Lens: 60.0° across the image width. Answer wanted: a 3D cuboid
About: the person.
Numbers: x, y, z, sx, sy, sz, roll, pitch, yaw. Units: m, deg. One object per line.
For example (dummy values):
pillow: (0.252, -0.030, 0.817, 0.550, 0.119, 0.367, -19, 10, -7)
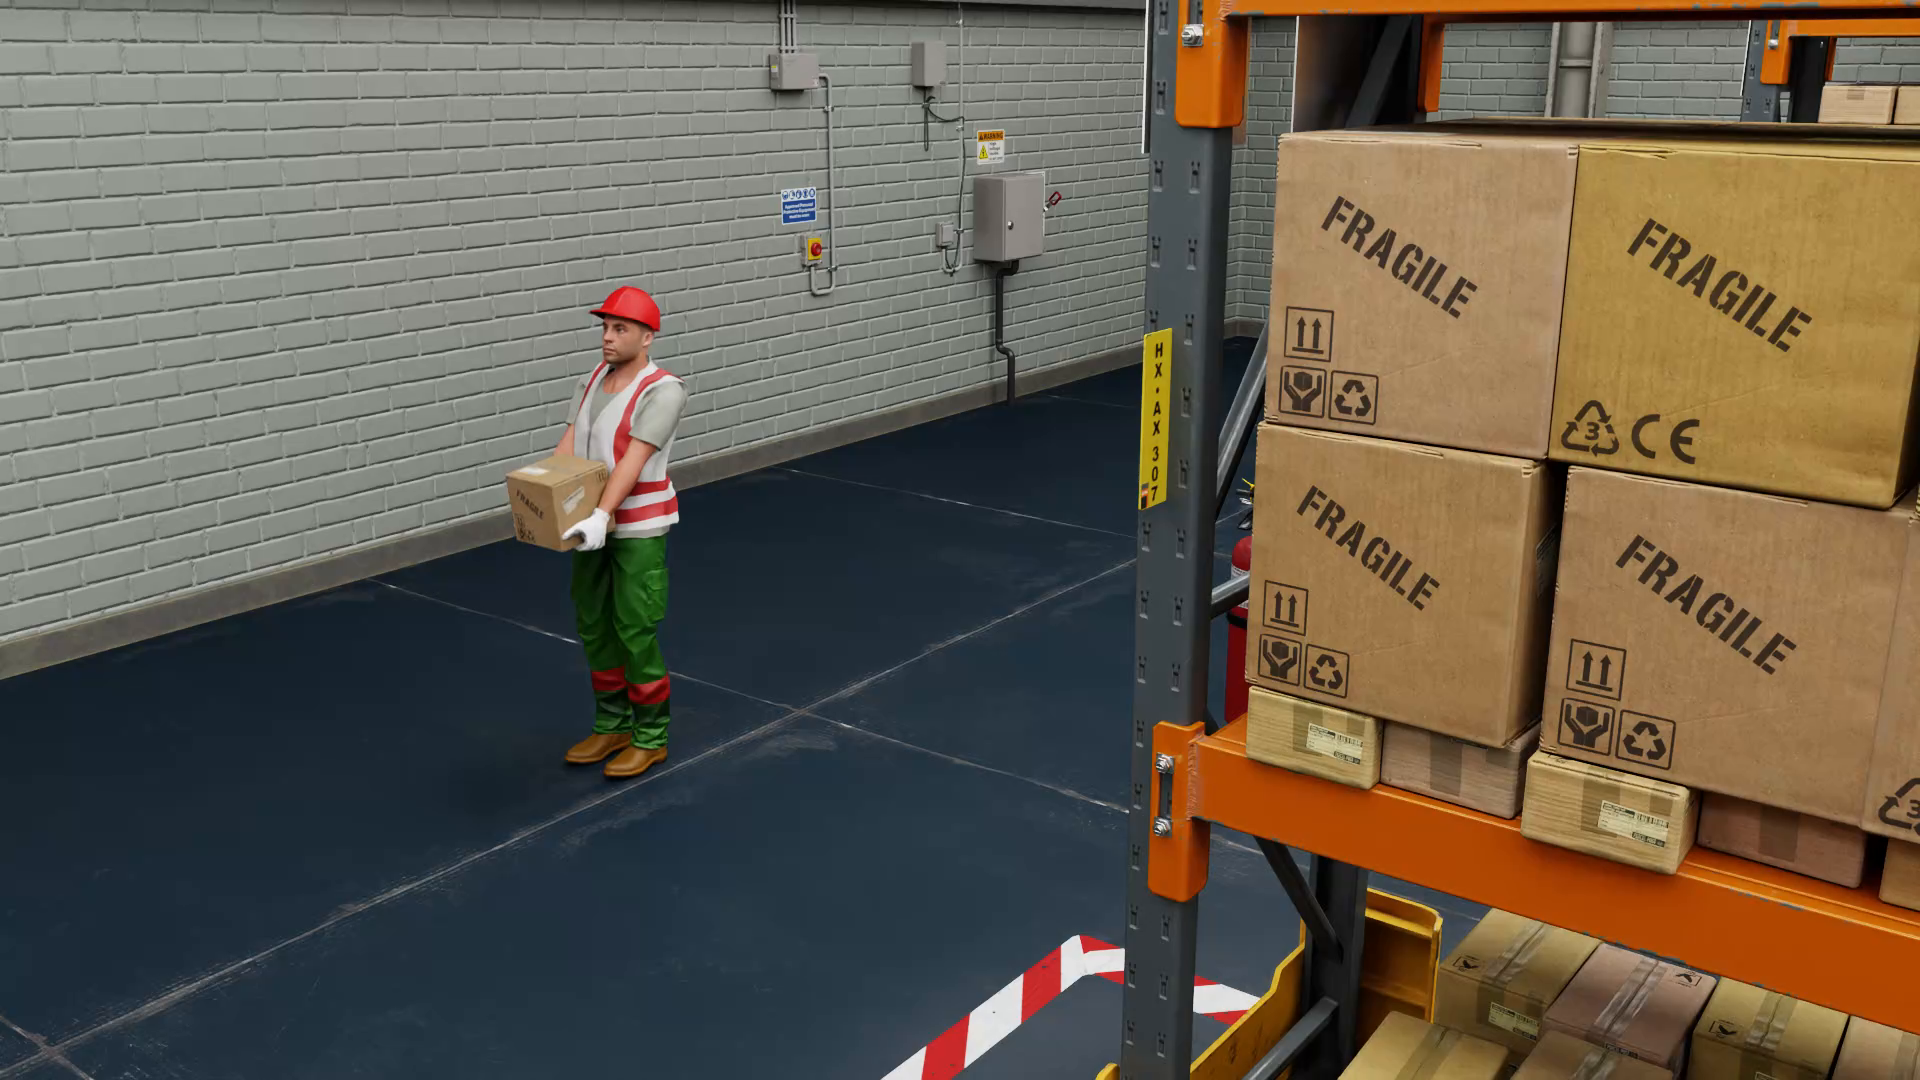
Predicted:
person: (-1.288, -0.010, 6.038, 0.494, 1.782, 0.570, 12, 20, 36)
